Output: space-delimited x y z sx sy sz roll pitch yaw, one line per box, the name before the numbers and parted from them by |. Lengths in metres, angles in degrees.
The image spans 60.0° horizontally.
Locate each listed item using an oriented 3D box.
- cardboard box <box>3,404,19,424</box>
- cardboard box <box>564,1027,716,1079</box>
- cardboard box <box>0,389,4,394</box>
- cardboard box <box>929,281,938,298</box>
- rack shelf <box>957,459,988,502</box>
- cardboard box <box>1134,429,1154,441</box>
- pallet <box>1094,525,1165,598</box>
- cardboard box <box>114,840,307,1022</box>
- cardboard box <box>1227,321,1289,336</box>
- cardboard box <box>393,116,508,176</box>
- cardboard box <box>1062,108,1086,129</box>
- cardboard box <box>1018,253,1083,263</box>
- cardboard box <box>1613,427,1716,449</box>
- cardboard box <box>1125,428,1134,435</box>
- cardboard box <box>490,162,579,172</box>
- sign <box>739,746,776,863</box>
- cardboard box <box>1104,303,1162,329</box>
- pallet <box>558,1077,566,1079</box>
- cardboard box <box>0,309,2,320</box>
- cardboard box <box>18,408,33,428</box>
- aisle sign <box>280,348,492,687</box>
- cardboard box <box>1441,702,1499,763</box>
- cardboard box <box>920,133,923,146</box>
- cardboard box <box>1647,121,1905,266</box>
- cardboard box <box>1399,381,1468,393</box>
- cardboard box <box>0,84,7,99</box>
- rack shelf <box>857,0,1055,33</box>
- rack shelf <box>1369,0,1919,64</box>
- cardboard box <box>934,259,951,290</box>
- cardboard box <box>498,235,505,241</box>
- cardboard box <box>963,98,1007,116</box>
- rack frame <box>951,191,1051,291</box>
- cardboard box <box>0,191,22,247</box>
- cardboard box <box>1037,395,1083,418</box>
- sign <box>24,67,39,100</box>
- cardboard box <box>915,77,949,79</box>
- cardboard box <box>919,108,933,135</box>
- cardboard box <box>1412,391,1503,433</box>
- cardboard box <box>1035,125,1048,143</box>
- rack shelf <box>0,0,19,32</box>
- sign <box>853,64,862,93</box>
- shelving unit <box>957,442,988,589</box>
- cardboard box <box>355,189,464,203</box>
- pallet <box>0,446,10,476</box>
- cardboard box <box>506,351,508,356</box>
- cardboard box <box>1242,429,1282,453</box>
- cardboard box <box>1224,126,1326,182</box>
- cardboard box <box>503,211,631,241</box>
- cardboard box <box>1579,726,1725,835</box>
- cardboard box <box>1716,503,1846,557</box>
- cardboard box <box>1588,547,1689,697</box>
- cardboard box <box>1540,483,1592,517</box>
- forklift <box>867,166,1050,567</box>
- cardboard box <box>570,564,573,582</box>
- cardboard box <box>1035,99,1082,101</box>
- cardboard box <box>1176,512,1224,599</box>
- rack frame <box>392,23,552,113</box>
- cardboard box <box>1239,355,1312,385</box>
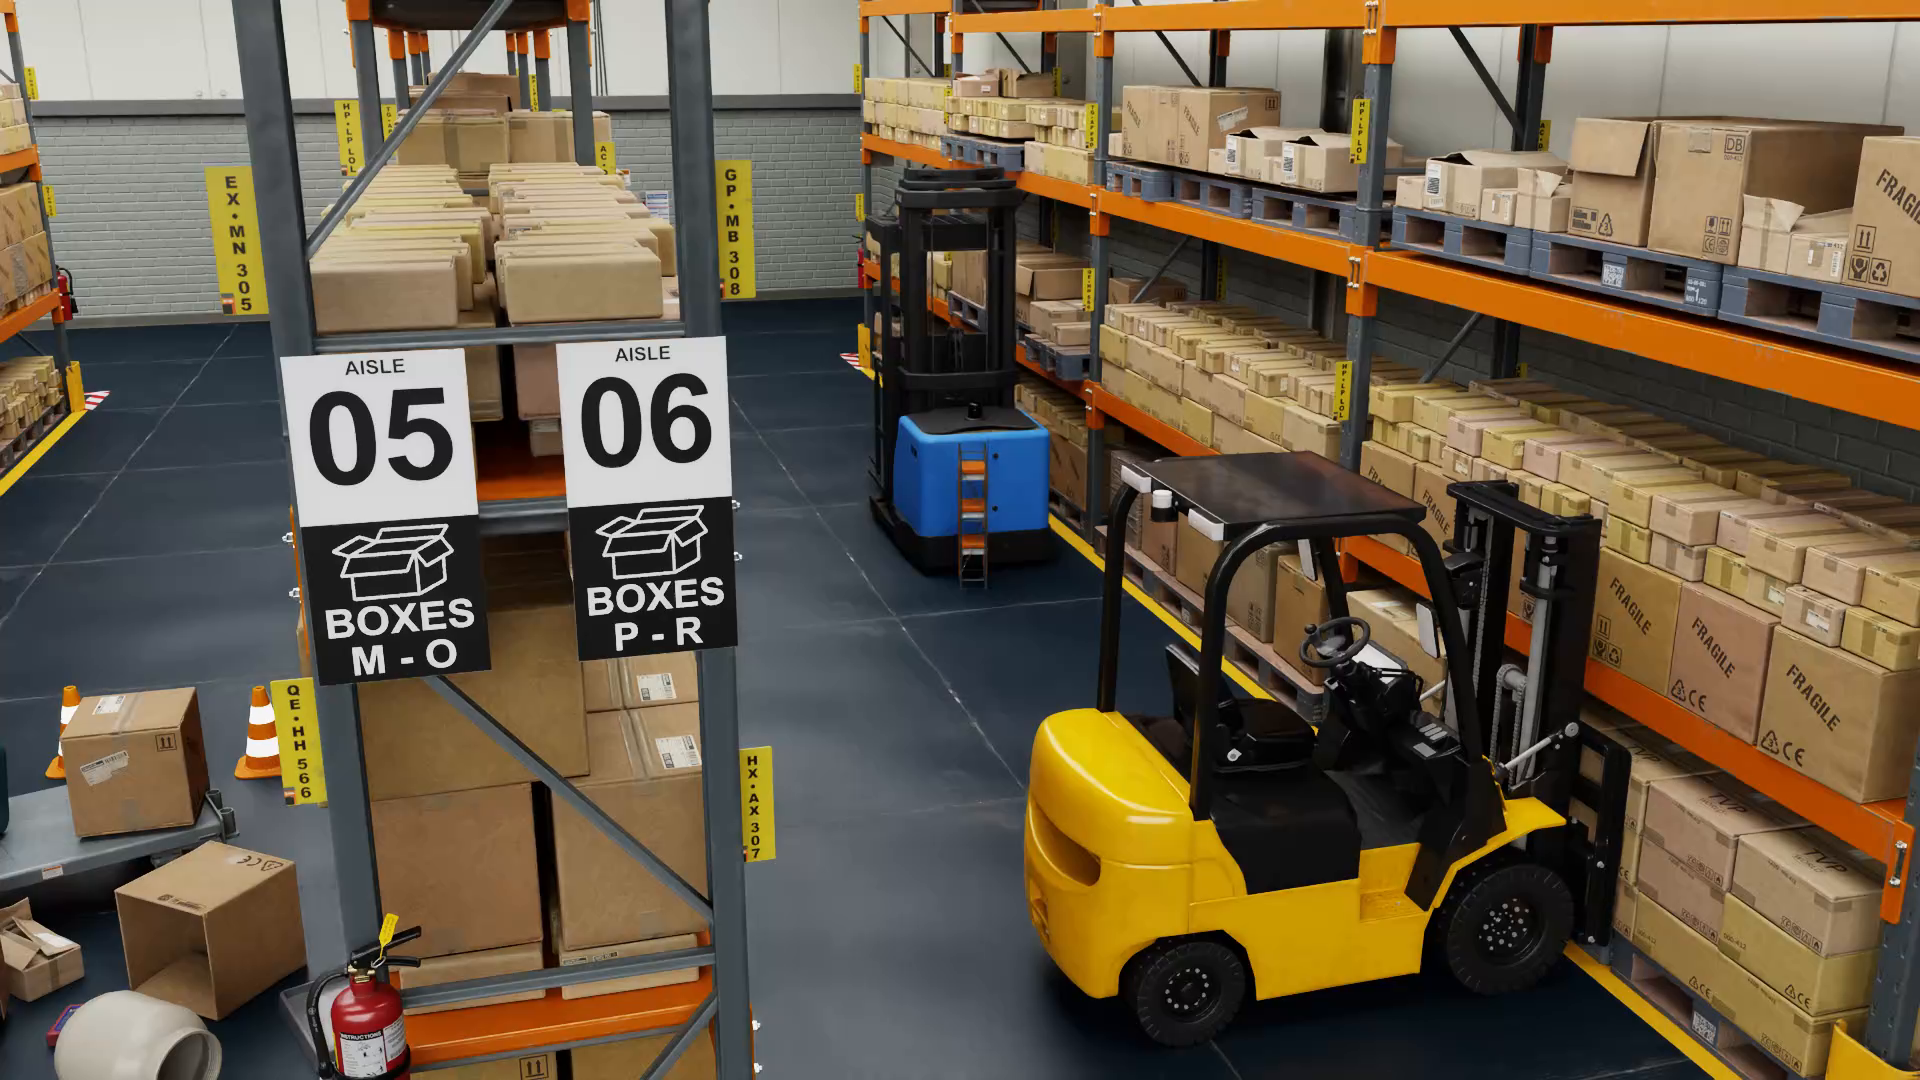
cardboard box | -9.276 -1.200 15.942 0.380 0.149 0.250 -5 17 -16
cardboard box | -1.028 1.664 5.445 0.500 0.500 0.500 -5 18 -17
cardboard box | -9.365 -1.337 15.879 0.380 0.149 0.250 -5 18 -18
cardboard box | -0.109 -2.642 17.471 0.380 0.149 0.250 -4 17 -14
rack shelf | 0.093 -0.438 12.135 0.215 0.259 0.240 -1 17 -2
cardboard box | 1.665 -0.931 13.825 0.380 0.149 0.250 -4 17 -12
pallet | 1.697 0.119 12.690 1.003 0.211 1.213 -5 17 -15
cardboard box | -3.178 1.652 7.078 0.500 0.500 0.500 7 18 23
cardboard box | 2.116 -1.451 11.768 0.380 0.149 0.250 -5 17 -16
cardboard box | -2.446 -1.903 8.022 0.500 0.250 0.500 -4 17 -14
cardboard box | 1.037 -3.368 13.287 0.380 0.149 0.250 -5 18 -17
cardboard box | 0.685 -2.291 14.962 0.700 0.500 0.500 -5 17 -16
cardboard box | 3.307 -0.421 7.821 0.380 0.149 0.250 -5 17 -16
cardboard box | 1.546 -0.728 14.275 0.500 0.500 0.500 -5 17 -15
cardboard box | -1.867 -1.575 7.319 0.380 0.149 0.250 -4 17 -14
sign | -0.543 0.701 4.399 0.100 0.325 0.005 -5 17 -15
cardboard box | 1.313 -1.695 12.578 0.380 0.149 0.250 -4 17 -14
pallet | -1.275 2.246 5.609 1.003 0.211 1.213 -5 17 -15
cardboard box | -9.384 -2.156 15.852 0.380 0.149 0.250 -4 17 -13
cardboard box | -9.424 -1.201 16.463 0.380 0.149 0.250 -4 17 -14
aisle sign | -1.327 -0.046 3.873 0.394 0.787 0.004 -5 17 -15
cardboard box | 2.711 0.972 8.181 0.500 0.250 0.500 -5 17 -16
cardboard box | -0.212 -4.234 17.556 0.380 0.149 0.250 -4 17 -13
cardboard box | 3.166 -1.363 6.483 0.700 0.500 0.500 -5 17 -15
cardboard box | 2.717 -0.814 9.646 0.380 0.149 0.250 -5 17 -17
cardboard box | -9.825 -4.500 16.703 0.380 0.149 0.250 -4 17 -14
rack shelf | -0.141 -5.634 17.823 1.077 0.370 4.000 -5 17 -15
rack shelf | 3.157 -2.125 6.830 1.077 0.370 4.000 -5 17 -15
cardboard box | 0.035 -2.746 17.124 0.500 0.250 0.500 -4 17 -14
cardboard box | -1.363 -0.933 5.873 0.500 0.250 0.500 -4 17 -14
cardboard box | 0.240 -4.003 15.366 0.380 0.149 0.250 -5 17 -16
rack frame | 0.409 -2.554 16.741 1.000 3.000 0.127 -5 17 -15
cardboard box | -9.538 -3.127 16.218 0.500 0.500 0.500 -4 17 -12
cardboard box | 0.896 -1.174 14.633 0.380 0.149 0.250 -5 17 -16
sign | -9.654 -4.747 17.287 0.100 0.325 0.005 -5 17 -15
cardboard box | -0.300 -5.306 19.564 0.500 0.250 0.500 -5 17 -17
cardboard box | -0.117 -4.318 17.142 0.500 0.250 0.500 -5 18 -17
cardboard box | 2.586 -0.667 8.639 0.380 0.149 0.250 -4 17 -14
cardboard box | 0.851 -3.440 14.045 0.380 0.149 0.250 -4 17 -14
rack shelf | -9.644 -4.822 15.117 1.077 0.370 4.000 -5 17 -15
sign | -1.212 -5.473 19.724 0.100 0.325 0.005 -5 17 -15
shelving unit | 0.093 -0.176 12.213 0.215 1.050 0.252 -1 17 -2
cardboard box | -1.981 -1.177 5.993 0.380 0.149 0.250 -5 17 -16
pallet | -9.313 -0.589 15.045 1.003 0.211 1.213 -5 17 -15
cardboard box | -1.451 -0.766 6.010 0.380 0.149 0.250 -5 17 -16
cardboard box | 2.074 -0.527 10.252 0.500 0.250 0.500 -5 17 -16
cardboard box | 1.963 -2.377 10.190 0.500 0.311 0.500 -5 18 -17
cardboard box | -1.218 -0.933 5.179 0.380 0.149 0.250 -5 17 -16
cardboard box | 2.986 1.020 7.154 0.500 0.250 0.500 -4 17 -15
cardboard box | 3.213 -0.029 6.516 0.380 0.149 0.250 -5 17 -15
cardboard box | 3.044 0.316 7.012 0.500 0.500 0.500 -5 17 -16
cardboard box | 2.848 -0.161 7.474 0.380 0.149 0.250 -5 17 -16
forklift | -0.136 -1.581 13.619 1.130 2.935 3.031 -4 17 -12
cardboard box | -1.362 0.392 6.244 0.500 0.500 0.500 -5 17 -16
cardboard box | 0.883 -3.903 15.032 0.380 0.149 0.250 -5 18 -17
cardboard box | 2.039 0.029 11.541 0.875 0.625 0.625 -5 18 -18
rack frame | -3.263 -3.927 10.884 1.000 3.000 0.127 -5 17 -15
cardboard box | 1.984 -1.058 10.459 0.380 0.149 0.250 -5 17 -17
